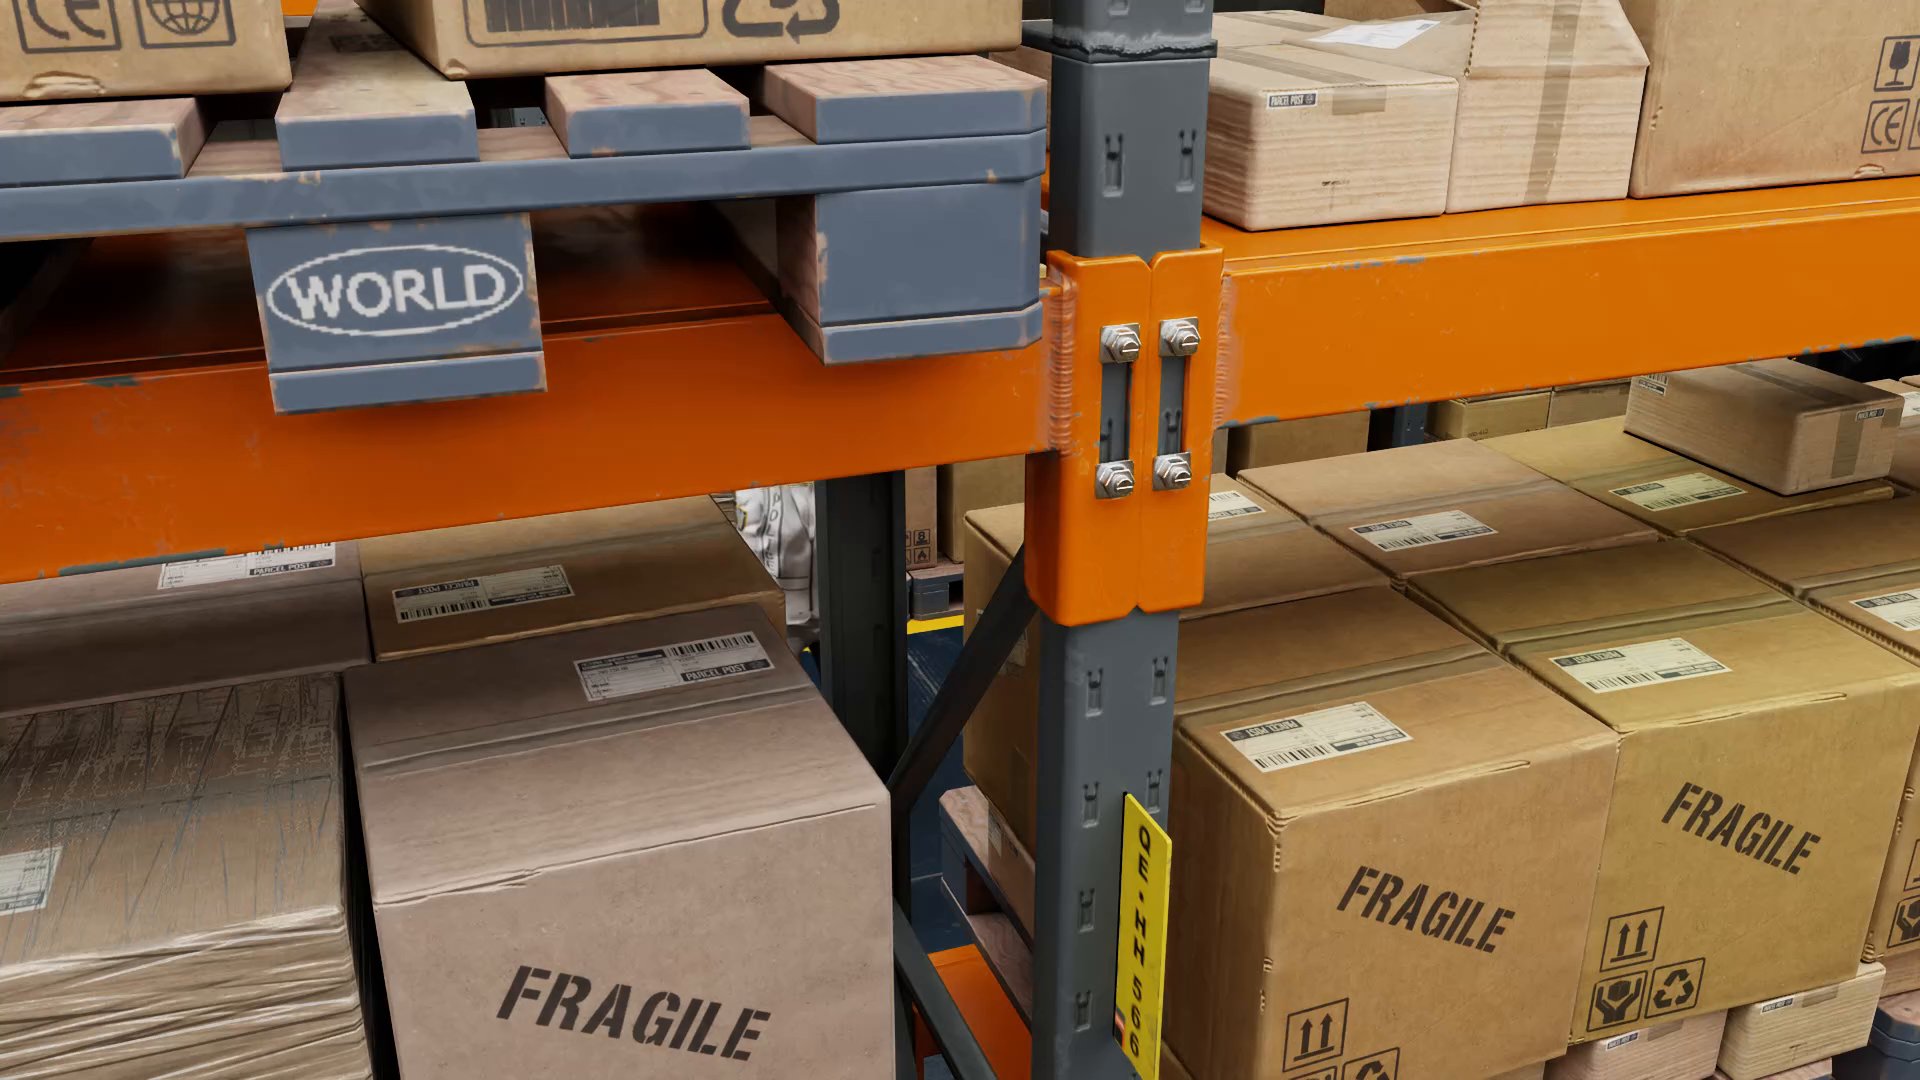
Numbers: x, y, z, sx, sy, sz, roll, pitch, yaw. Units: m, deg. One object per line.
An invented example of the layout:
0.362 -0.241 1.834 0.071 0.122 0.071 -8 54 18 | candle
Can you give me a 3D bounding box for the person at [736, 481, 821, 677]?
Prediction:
-0.479 0.281 5.458 0.488 1.647 0.396 -8 24 -18 | person
